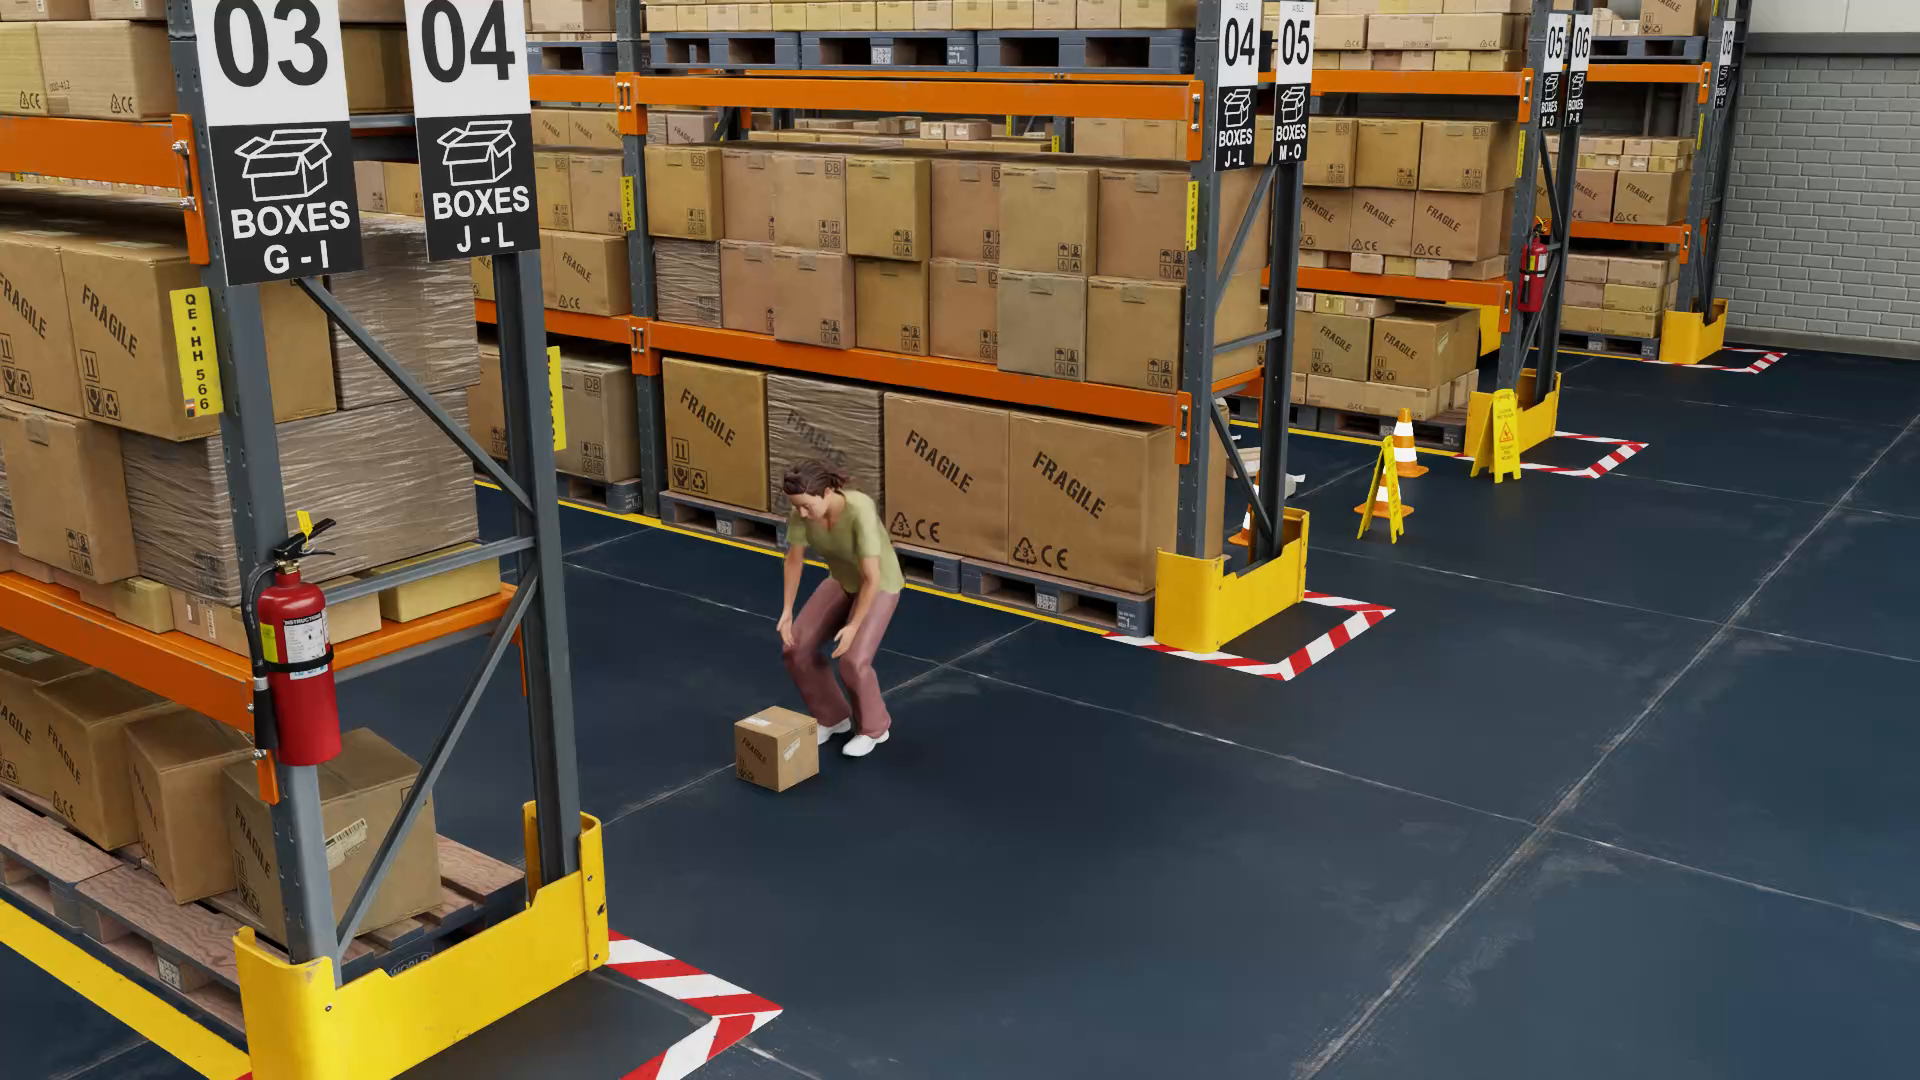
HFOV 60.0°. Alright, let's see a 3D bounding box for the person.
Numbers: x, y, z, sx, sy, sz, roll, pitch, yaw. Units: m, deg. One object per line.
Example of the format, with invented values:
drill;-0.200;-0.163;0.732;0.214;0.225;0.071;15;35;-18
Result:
person;-0.505;0.268;7.203;0.510;1.362;0.651;12;20;35
